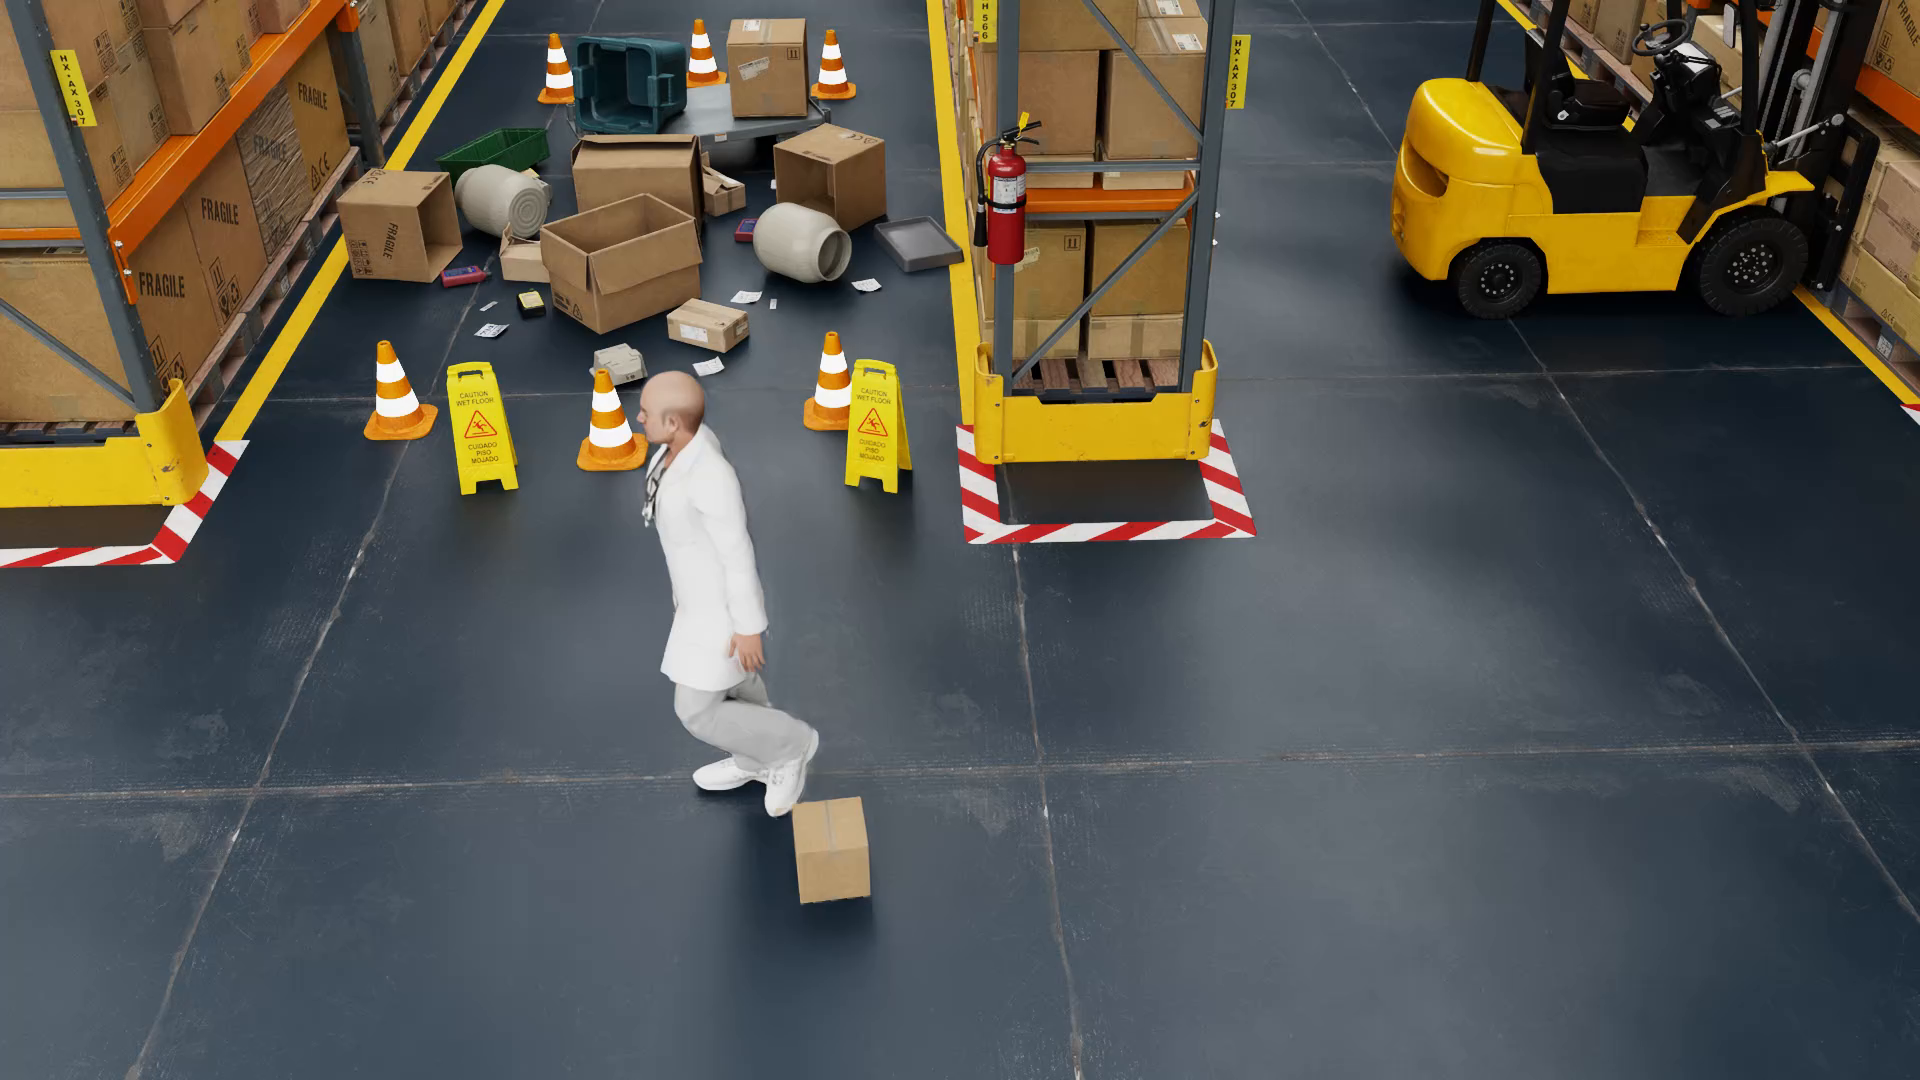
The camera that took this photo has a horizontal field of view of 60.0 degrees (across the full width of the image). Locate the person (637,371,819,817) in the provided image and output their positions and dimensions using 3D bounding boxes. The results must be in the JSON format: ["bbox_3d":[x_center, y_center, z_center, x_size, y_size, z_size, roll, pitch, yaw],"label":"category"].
[{"bbox_3d":[-0.817,0.200,5.850,0.554,1.773,0.625,-10,36,-14],"label":"person"}]
